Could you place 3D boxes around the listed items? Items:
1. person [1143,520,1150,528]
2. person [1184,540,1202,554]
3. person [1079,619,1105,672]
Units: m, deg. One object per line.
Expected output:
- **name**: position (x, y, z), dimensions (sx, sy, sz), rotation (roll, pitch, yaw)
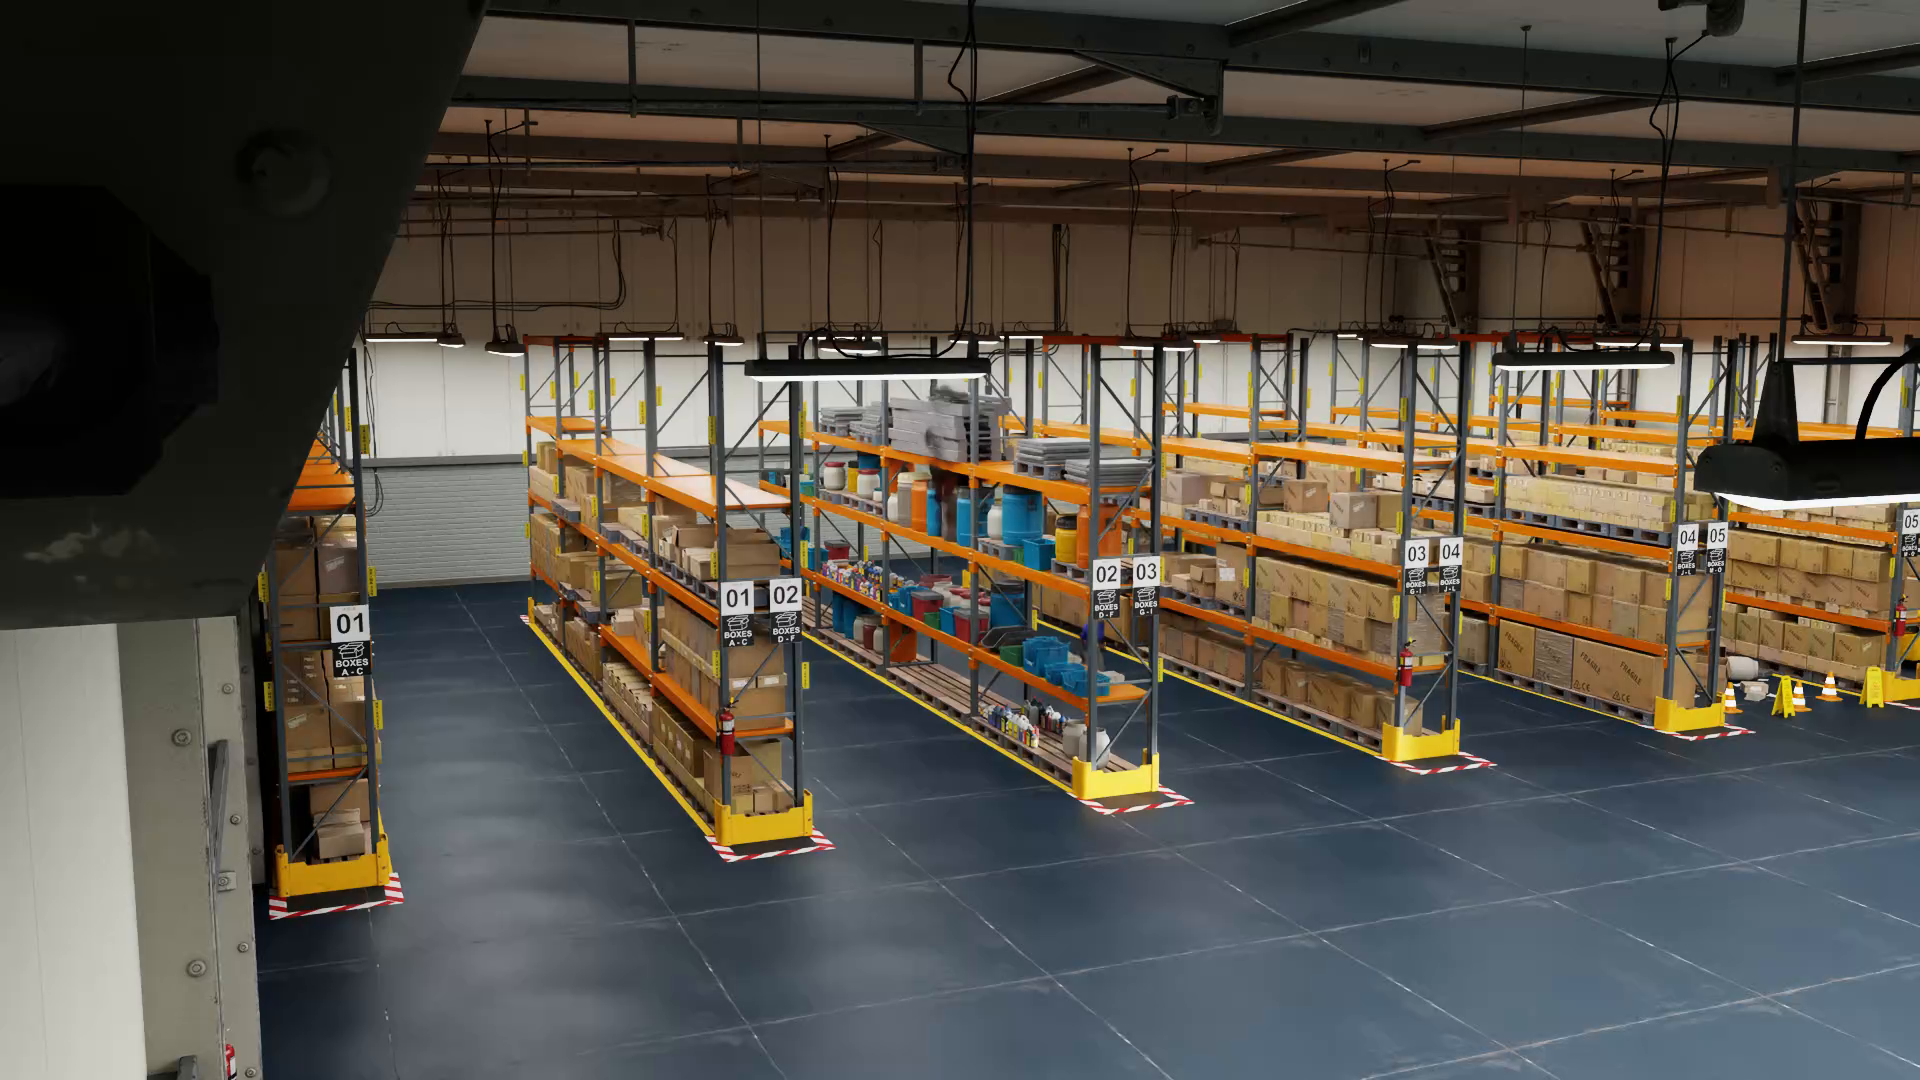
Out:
- **person**: position (4.665, -0.005, 41.238), dimensions (0.579, 1.739, 0.694), rotation (-6, 10, -39)
- **person**: position (6.020, -0.254, 42.936), dimensions (0.682, 1.757, 0.722), rotation (7, 10, 41)
- **person**: position (2.231, 1.909, 27.544), dimensions (0.561, 1.580, 0.671), rotation (-4, 8, -26)
